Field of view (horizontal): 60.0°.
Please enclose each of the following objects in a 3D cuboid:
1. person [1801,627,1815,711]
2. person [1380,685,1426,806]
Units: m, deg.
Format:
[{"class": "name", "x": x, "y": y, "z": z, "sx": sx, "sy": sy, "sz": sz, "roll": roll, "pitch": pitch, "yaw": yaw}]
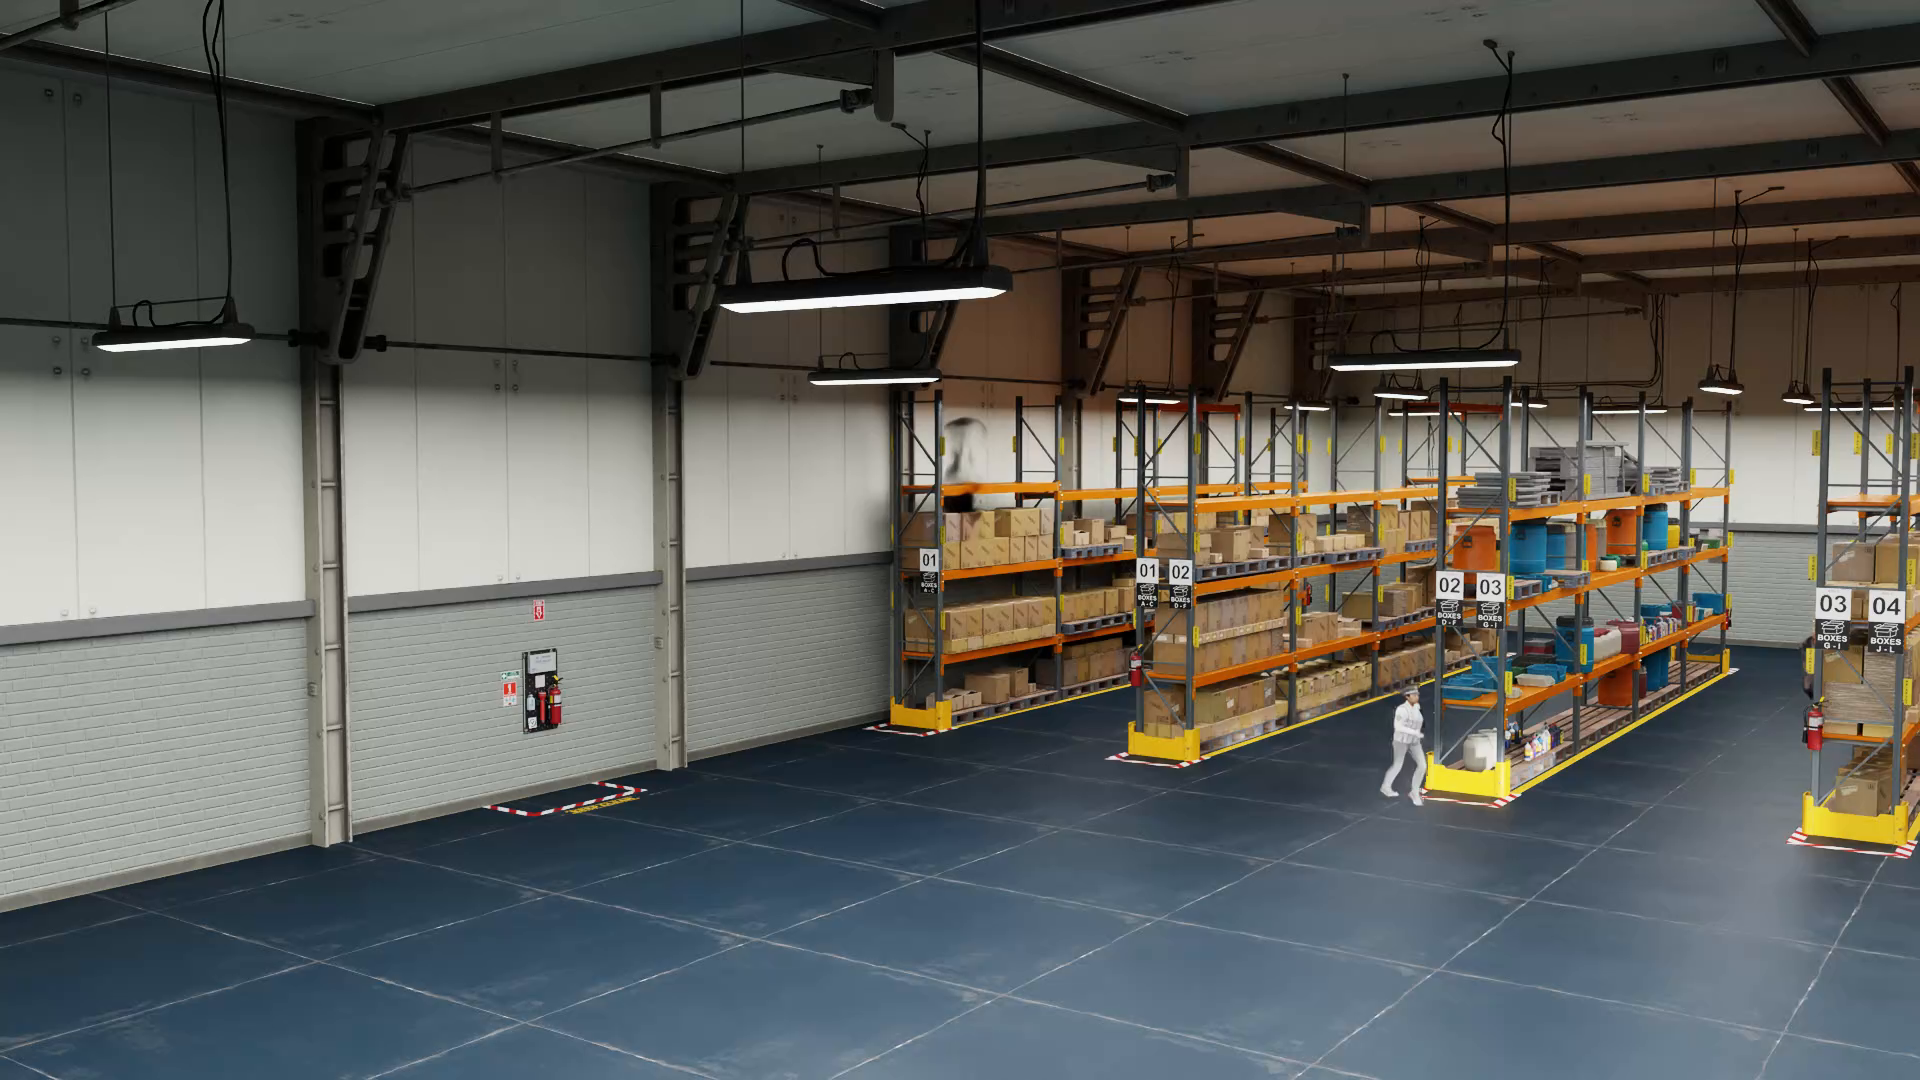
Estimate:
[{"class": "person", "x": 15.861, "y": 2.425, "z": 30.811, "sx": 0.628, "sy": 1.659, "sz": 0.697, "roll": 3, "pitch": 4, "yaw": 39}, {"class": "person", "x": 6.262, "y": 2.876, "z": 23.318, "sx": 0.546, "sy": 1.718, "sz": 0.829, "roll": -2, "pitch": 4, "yaw": -27}]
